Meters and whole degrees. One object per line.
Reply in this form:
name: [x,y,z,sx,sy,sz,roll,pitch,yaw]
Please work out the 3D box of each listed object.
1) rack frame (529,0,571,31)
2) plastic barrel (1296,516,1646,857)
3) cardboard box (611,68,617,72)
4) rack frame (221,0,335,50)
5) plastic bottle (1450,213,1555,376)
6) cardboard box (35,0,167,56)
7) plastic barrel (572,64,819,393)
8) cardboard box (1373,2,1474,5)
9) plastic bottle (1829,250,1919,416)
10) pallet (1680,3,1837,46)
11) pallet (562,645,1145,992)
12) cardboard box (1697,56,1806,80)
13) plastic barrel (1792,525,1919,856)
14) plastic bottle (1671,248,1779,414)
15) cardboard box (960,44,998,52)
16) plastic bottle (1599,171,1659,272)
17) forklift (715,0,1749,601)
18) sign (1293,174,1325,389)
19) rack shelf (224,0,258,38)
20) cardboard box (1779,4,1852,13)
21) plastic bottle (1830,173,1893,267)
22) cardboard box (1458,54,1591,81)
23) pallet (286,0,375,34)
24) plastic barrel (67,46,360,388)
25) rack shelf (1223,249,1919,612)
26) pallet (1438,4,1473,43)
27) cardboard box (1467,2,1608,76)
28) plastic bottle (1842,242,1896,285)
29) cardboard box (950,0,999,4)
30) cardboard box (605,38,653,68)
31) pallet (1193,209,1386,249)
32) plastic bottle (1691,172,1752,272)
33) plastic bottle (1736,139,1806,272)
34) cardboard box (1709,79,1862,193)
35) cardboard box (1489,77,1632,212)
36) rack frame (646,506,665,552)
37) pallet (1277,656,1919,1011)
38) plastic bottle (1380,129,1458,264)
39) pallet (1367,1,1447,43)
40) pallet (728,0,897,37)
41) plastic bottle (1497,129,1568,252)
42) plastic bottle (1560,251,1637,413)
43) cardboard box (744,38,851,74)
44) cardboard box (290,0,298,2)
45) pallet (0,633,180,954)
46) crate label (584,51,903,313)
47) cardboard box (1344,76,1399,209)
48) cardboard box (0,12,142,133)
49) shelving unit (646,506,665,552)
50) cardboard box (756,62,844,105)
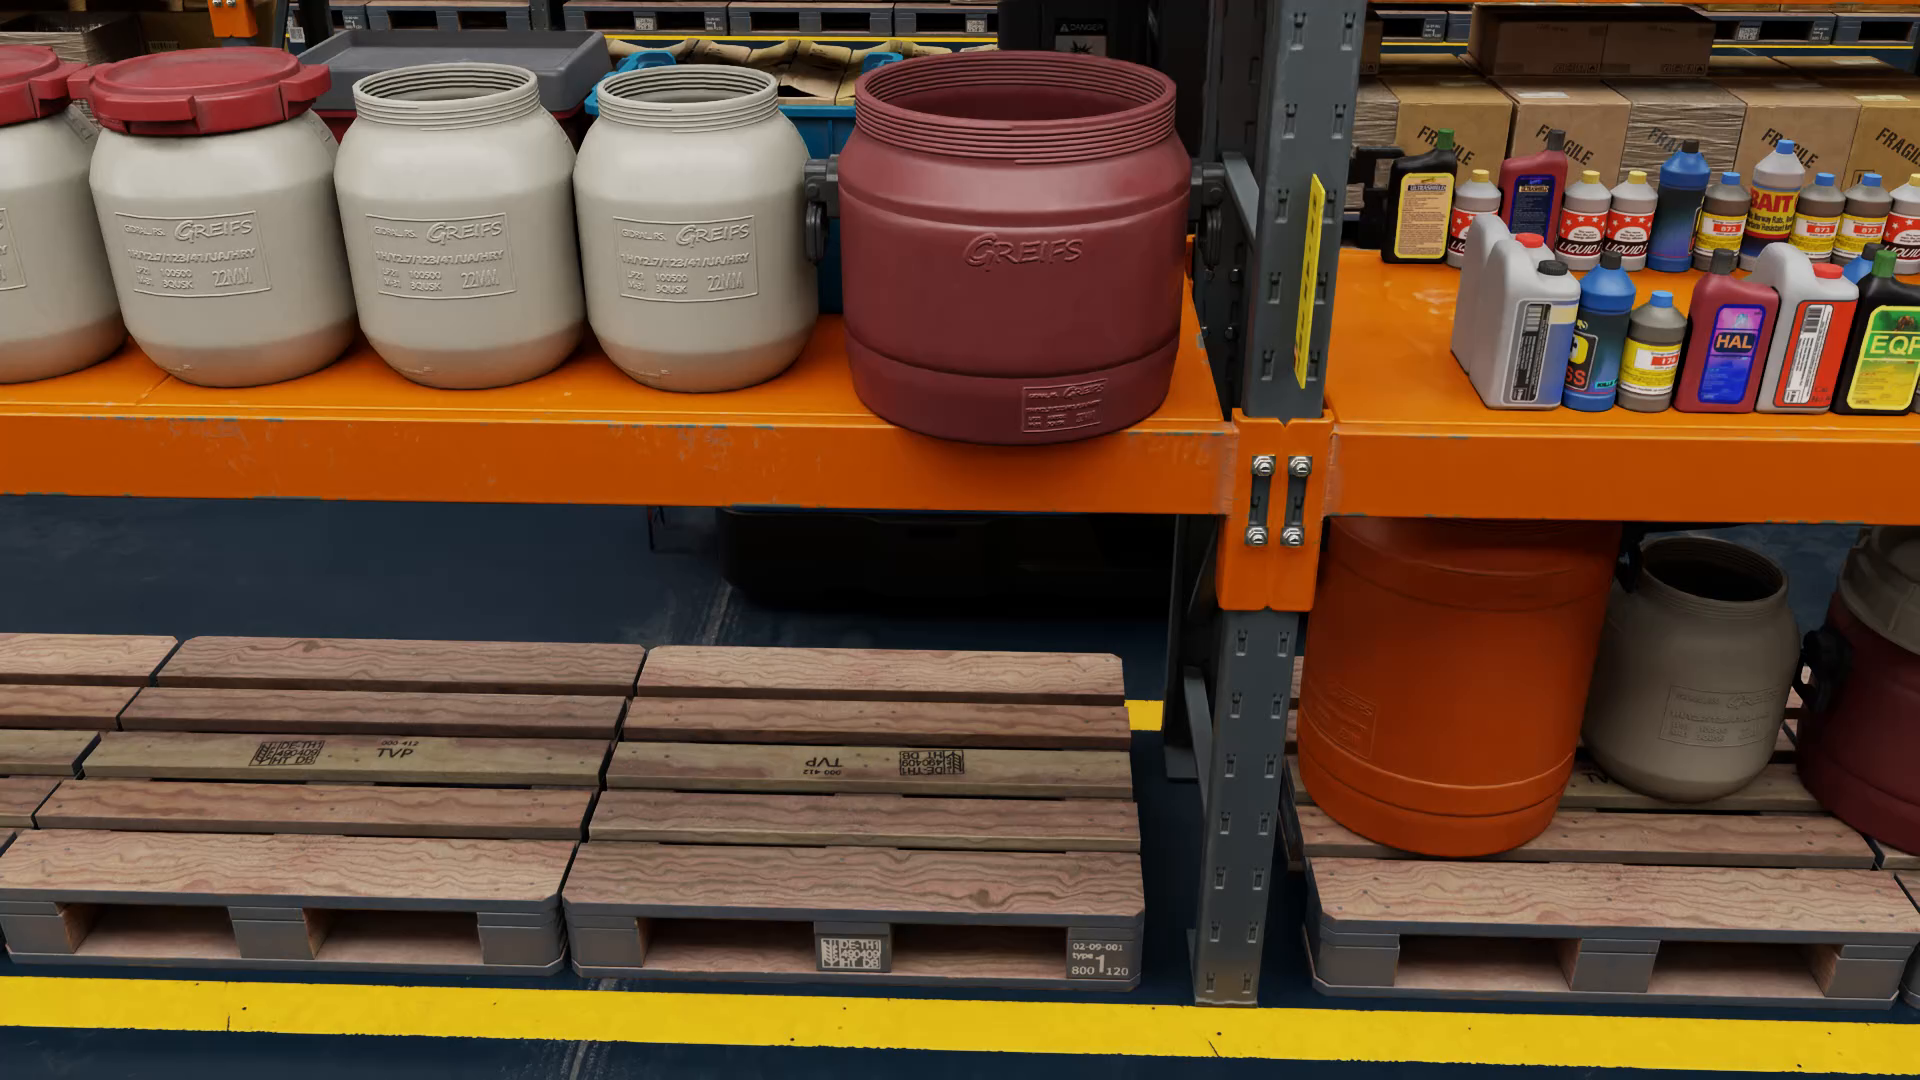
rack frame: [-3.082,-5.297,12.041,0.127,3.000,1.000,1,28,2]
plastic barrel: [1.056,0.179,3.578,0.708,0.830,0.600,1,28,2]
cardboard box: [-1.831,-2.055,7.813,0.500,0.311,0.500,0,28,0]
rack frame: [-3.253,-2.979,7.666,0.127,3.000,1.000,1,28,2]
plastic bottle: [0.993,-0.452,3.033,0.135,0.276,0.152,1,28,2]
cardboard box: [-4.205,-2.439,8.336,0.500,0.500,0.500,1,28,2]
plastic barrel: [-0.469,-0.561,2.985,0.421,0.512,0.421,0,28,0]
cardboard box: [3.371,-4.364,12.127,0.750,0.750,0.750,2,28,3]
plastic bottle: [1.582,-0.353,2.838,0.133,0.283,0.061,1,28,2]
pallet: [5.671,-3.884,12.351,1.213,0.211,1.003,1,28,2]
pallet: [-0.207,0.607,3.880,1.213,0.211,1.003,1,28,2]
cardboard box: [3.734,-2.062,8.136,0.500,0.500,0.500,1,28,3]
plastic barrel: [2.184,0.305,3.599,0.708,0.588,0.600,1,28,2]
plastic bottle: [1.314,-0.357,2.846,0.133,0.283,0.061,1,28,2]
cardboard box: [0.232,-2.277,8.232,0.500,0.311,0.500,2,28,4]
plastic bottle: [1.428,-0.683,3.549,0.097,0.201,0.097,0,28,0]
forklift: [0.814,-1.323,4.617,3.031,2.935,1.130,1,28,1]
sign: [0.554,-0.409,2.644,0.005,0.325,0.100,1,28,2]
rack shelf: [-1.254,-2.628,7.773,4.000,0.370,1.077,1,28,2]
cardboard box: [6.159,-4.176,12.146,0.500,0.500,0.700,1,28,1]
plastic bottle: [1.915,-0.675,3.534,0.097,0.201,0.097,0,28,0]
cardboard box: [2.730,-2.082,8.175,0.500,0.500,0.500,0,28,0]
pallet: [-4.977,-4.079,12.719,1.213,0.211,1.003,1,28,2]
plastic barrel: [-1.317,-0.583,3.001,0.433,0.535,0.433,0,28,0]
rack shelf: [2.565,-0.243,3.274,4.000,0.370,1.077,1,28,2]
pallet: [4.140,-3.911,12.402,1.213,0.211,1.003,1,28,2]
cardboard box: [2.767,-2.414,8.000,0.500,0.250,0.500,0,28,1]
plastic bottle: [1.567,-0.385,2.911,0.097,0.271,0.097,0,28,0]
cardboard box: [0.194,-4.309,12.375,0.500,0.500,0.700,1,28,3]
cardboard box: [-1.819,-2.310,8.293,0.500,0.311,0.500,1,28,2]
pallet: [1.490,-1.650,8.138,1.213,0.211,1.003,1,28,2]
plastic bottle: [1.623,-0.680,3.543,0.097,0.201,0.097,0,28,0]
plastic bottle: [1.720,-0.710,3.523,0.097,0.271,0.097,0,28,0]
cardboard box: [3.745,-1.823,7.685,0.500,0.500,0.500,1,28,2]
cardboard box: [2.736,-1.838,7.714,0.500,0.500,0.500,0,28,0]
rack frame: [-0.957,-0.473,5.022,0.008,1.050,0.200,1,28,1]
pallet: [1.356,0.631,3.833,1.213,0.211,1.003,1,28,2]
plastic bottle: [0.986,-0.736,3.559,0.133,0.283,0.061,1,28,2]
pallet: [2.917,-3.930,12.437,1.213,0.211,1.003,1,28,2]
pallet: [-1.081,-4.034,12.635,1.213,0.211,1.003,1,28,2]
plastic bottle: [1.216,-0.732,3.552,0.133,0.283,0.061,1,28,2]
plastic bottle: [1.102,-0.364,2.872,0.097,0.271,0.097,0,28,0]
cardboard box: [-0.803,-2.291,8.258,0.500,0.311,0.500,0,28,0]
cardboard box: [-5.090,-4.355,12.462,0.500,0.500,0.700,-1,28,-1]
pallet: [-2.645,0.567,3.956,1.213,0.211,1.003,1,28,2]
crate label: [-0.417,-0.753,3.430,0.616,0.435,0.502,1,28,2]
cardboard box: [1.713,-1.855,7.746,0.500,0.500,0.500,0,28,0]
cardboard box: [-4.223,-2.200,7.884,0.500,0.500,0.500,1,28,2]
shelving unit: [-0.835,-0.472,5.019,0.252,1.050,0.215,1,28,1]
cardboard box: [-0.811,-2.040,7.784,0.500,0.311,0.500,1,28,1]
